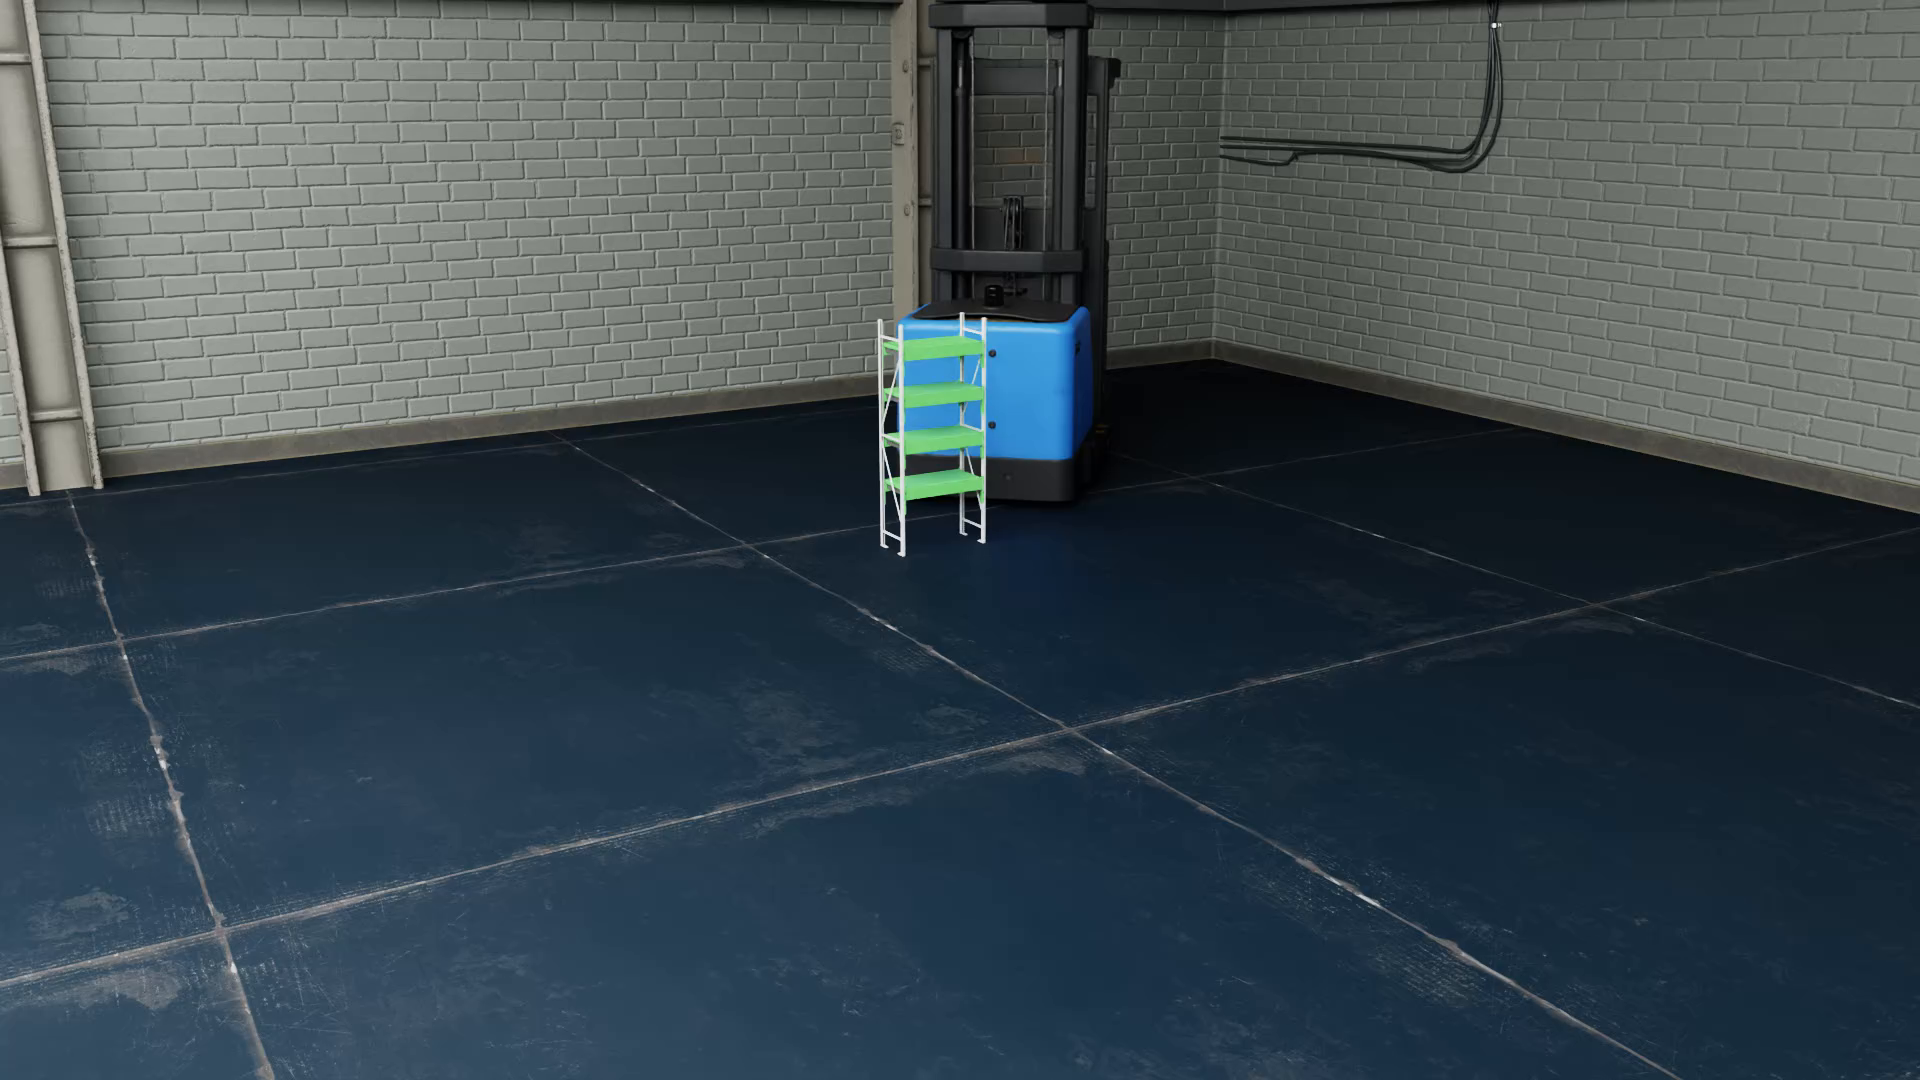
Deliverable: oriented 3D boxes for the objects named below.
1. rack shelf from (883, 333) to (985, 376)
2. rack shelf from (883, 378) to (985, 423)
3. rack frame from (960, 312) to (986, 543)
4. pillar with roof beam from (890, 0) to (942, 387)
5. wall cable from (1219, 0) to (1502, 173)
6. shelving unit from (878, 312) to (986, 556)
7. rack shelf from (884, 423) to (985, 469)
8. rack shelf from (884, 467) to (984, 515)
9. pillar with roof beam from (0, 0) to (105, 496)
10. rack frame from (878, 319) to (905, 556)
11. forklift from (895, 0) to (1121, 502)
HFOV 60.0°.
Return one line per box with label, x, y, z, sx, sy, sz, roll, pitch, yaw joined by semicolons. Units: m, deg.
rack shelf;-0.142;-0.955;8.553;0.480;0.148;0.258;-9;18;-30
rack shelf;-0.142;-0.724;8.618;0.480;0.148;0.258;-9;18;-30
rack frame;0.067;-0.589;8.787;0.015;1.200;0.240;-9;18;-30
pillar with roof beam;1.950;-4.494;8.269;0.400;9.000;9.100;-9;18;-30
wall cable;2.939;-4.098;12.610;0.112;2.526;3.097;-9;18;-30
shelving unit;-0.142;-0.555;8.666;0.503;1.200;0.258;-9;18;-30
rack shelf;-0.142;-0.493;8.683;0.480;0.148;0.258;-9;18;-30
rack shelf;-0.142;-0.262;8.748;0.480;0.148;0.258;-9;18;-30
pillar with roof beam;-3.193;-3.660;5.293;0.400;9.000;9.100;-9;18;-30
rack frame;-0.351;-0.521;8.545;0.015;1.200;0.240;-9;18;-30
forklift;0.409;-1.980;10.544;1.130;2.935;3.031;3;16;11
